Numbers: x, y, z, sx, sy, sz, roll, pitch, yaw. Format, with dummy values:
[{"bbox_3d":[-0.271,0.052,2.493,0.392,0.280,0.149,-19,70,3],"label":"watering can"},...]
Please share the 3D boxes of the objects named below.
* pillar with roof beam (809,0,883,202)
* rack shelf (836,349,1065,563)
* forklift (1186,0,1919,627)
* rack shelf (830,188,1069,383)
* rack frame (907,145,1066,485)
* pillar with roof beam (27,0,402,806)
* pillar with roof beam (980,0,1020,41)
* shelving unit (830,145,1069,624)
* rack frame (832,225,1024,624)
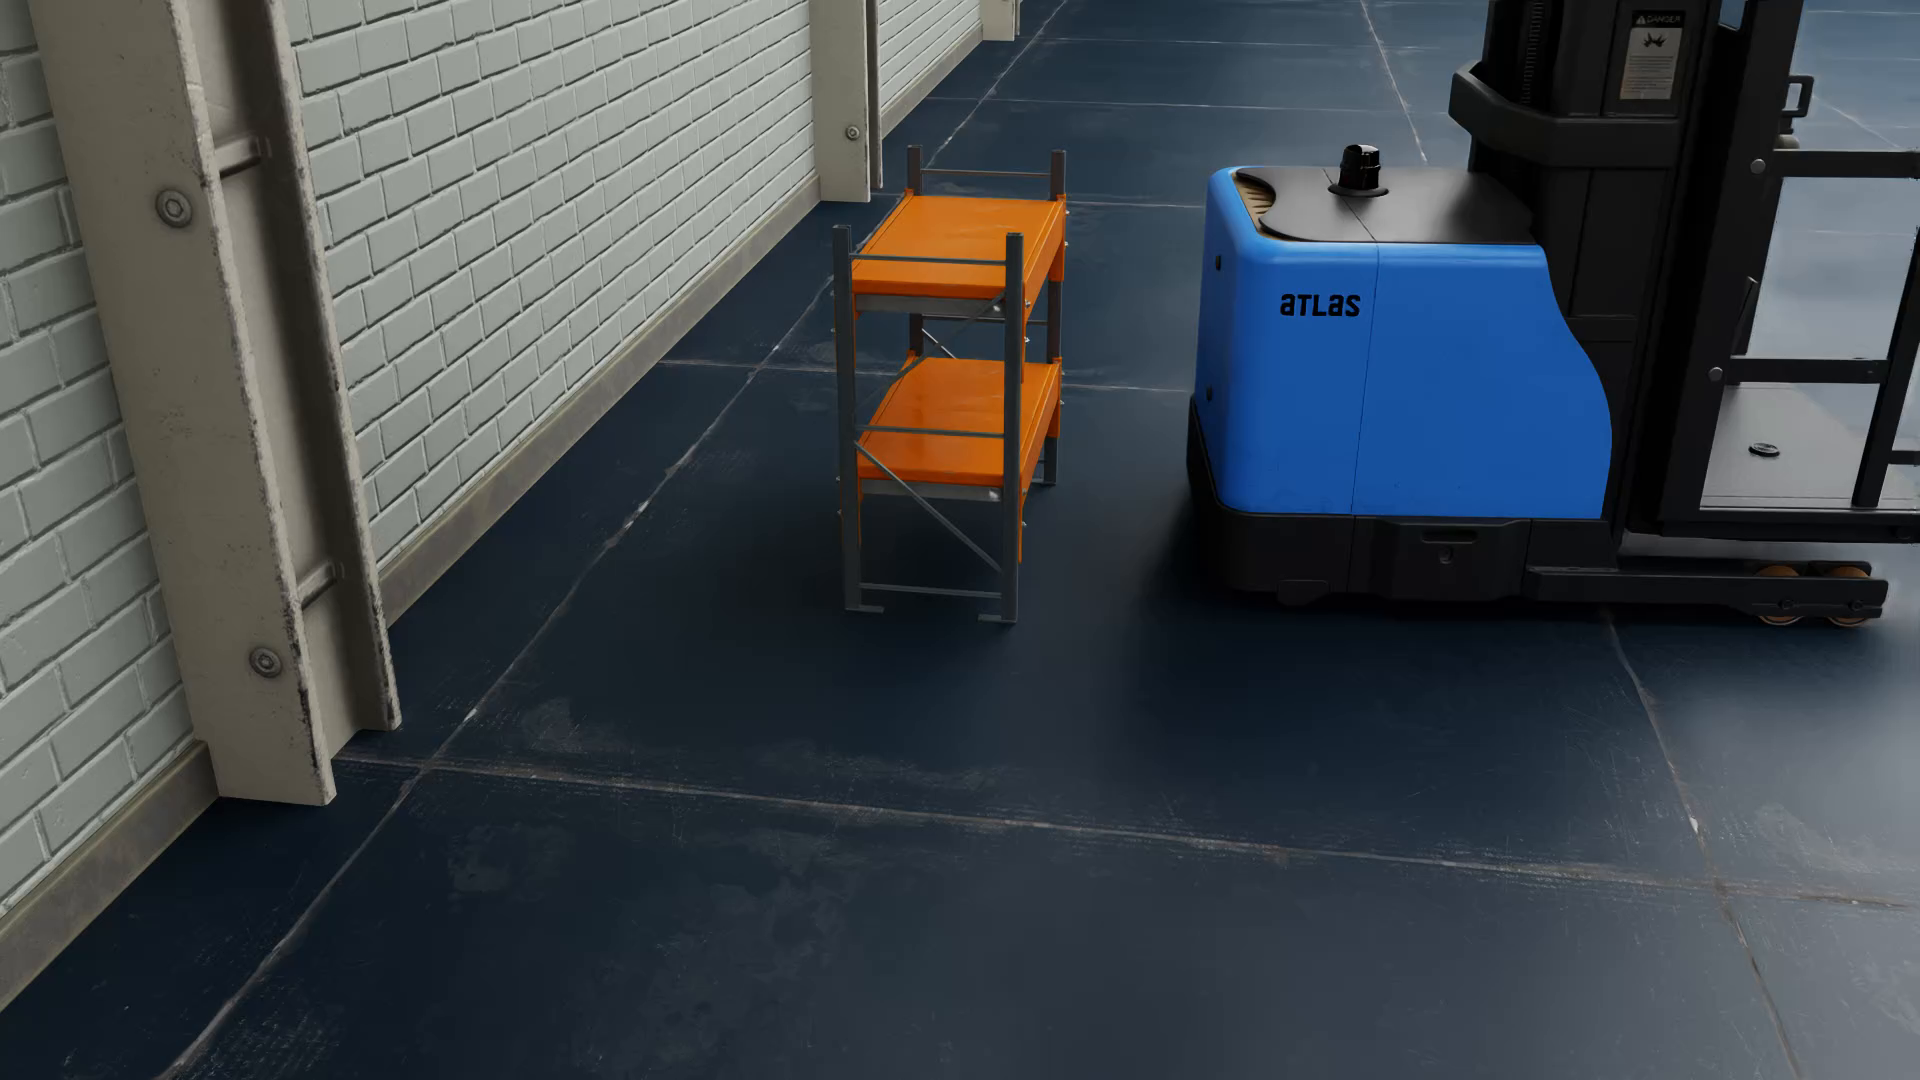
[{"bbox_3d":[3.616,-5.754,6.928,9.100,9.000,0.400,4,25,9],"label":"pillar with roof beam"},{"bbox_3d":[-0.001,-0.285,5.109,0.538,0.278,1.000,4,25,9],"label":"rack shelf"},{"bbox_3d":[2.261,-1.312,4.596,3.031,2.935,1.130,1,25,2],"label":"forklift"},{"bbox_3d":[-0.001,-0.772,4.881,0.538,0.278,1.000,4,25,9],"label":"rack shelf"},{"bbox_3d":[0.082,-0.719,5.460,0.500,1.125,0.032,4,25,9],"label":"rack frame"},{"bbox_3d":[2.635,-3.245,1.567,9.100,9.000,0.400,4,25,9],"label":"pillar with roof beam"},{"bbox_3d":[4.596,-8.264,12.289,9.100,9.000,0.400,4,25,9],"label":"pillar with roof beam"},{"bbox_3d":[-0.001,-0.507,5.005,0.538,1.125,1.048,4,25,9],"label":"shelving unit"},{"bbox_3d":[-0.084,-0.294,4.551,0.500,1.125,0.032,4,25,9],"label":"rack frame"}]
